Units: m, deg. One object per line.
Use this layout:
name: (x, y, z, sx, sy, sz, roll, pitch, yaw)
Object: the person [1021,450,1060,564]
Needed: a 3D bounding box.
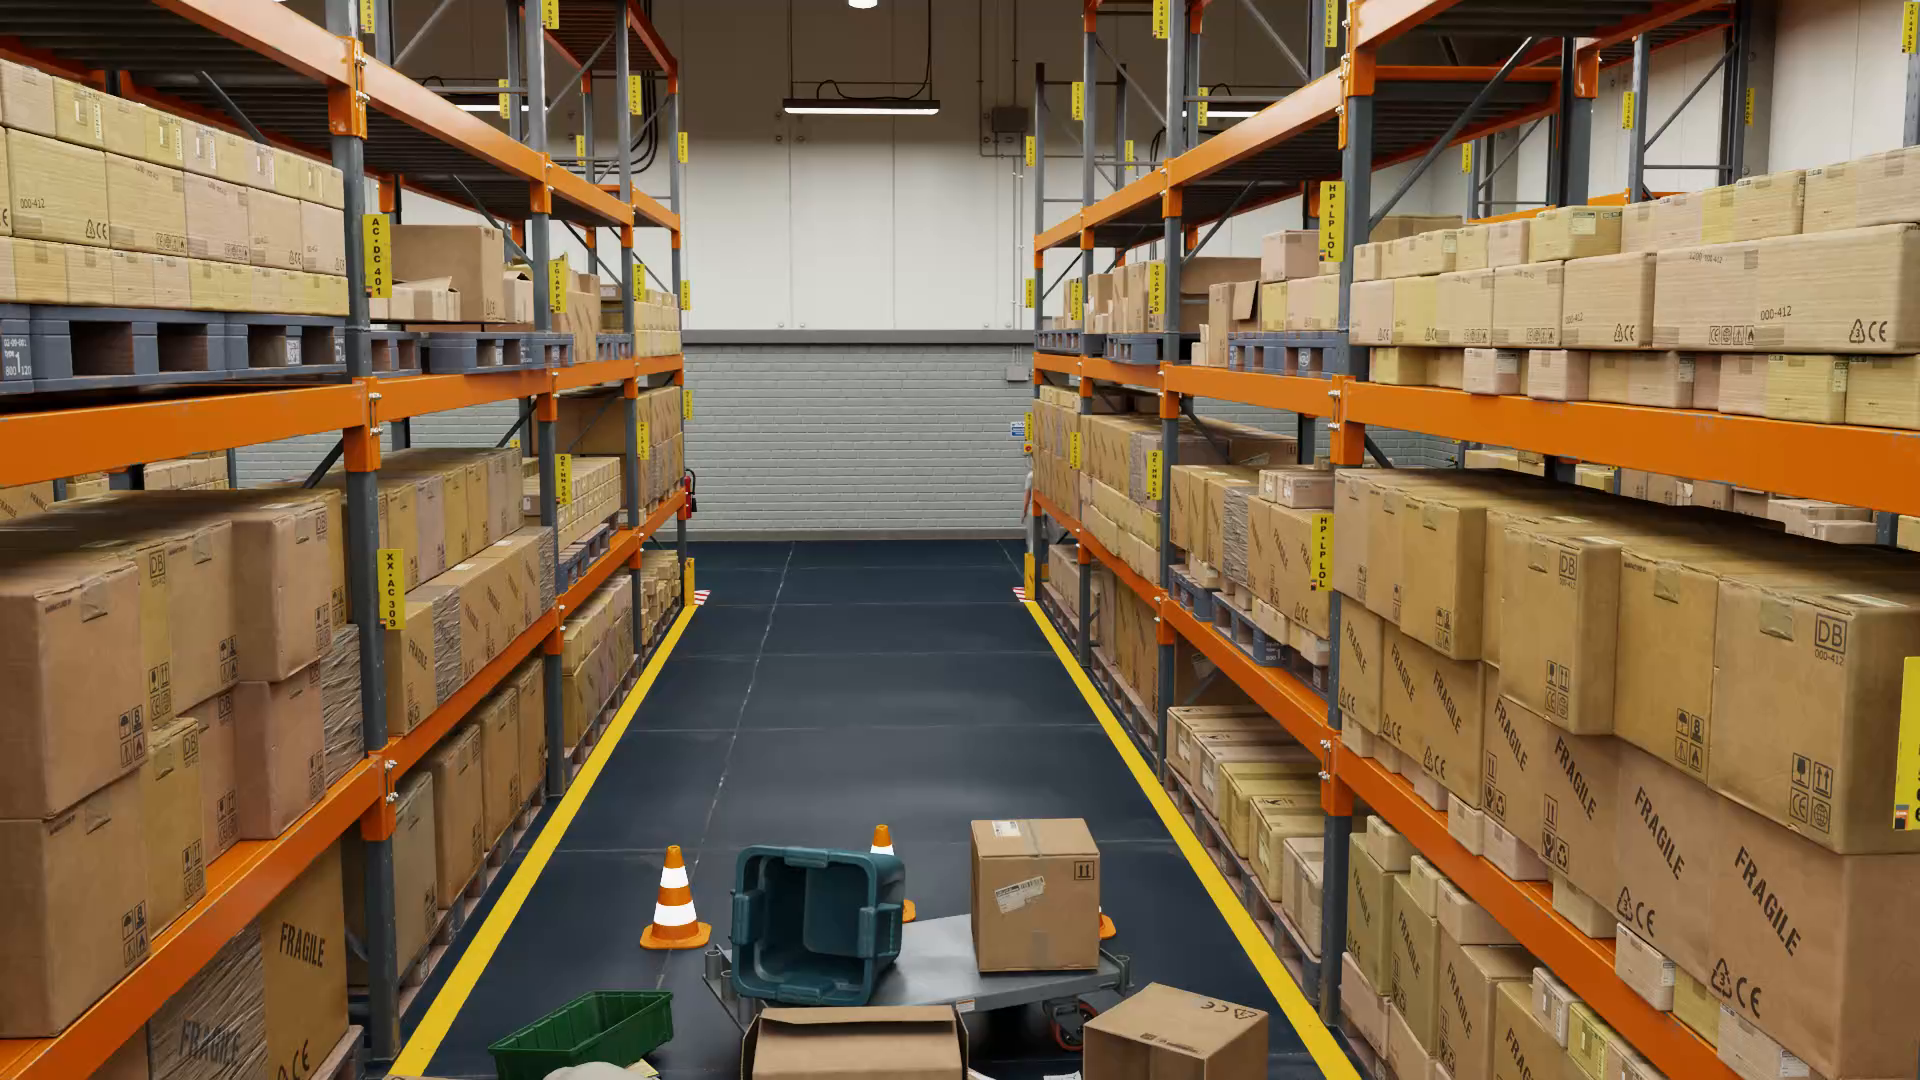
person: (1.036, -0.301, 20.188, 0.533, 1.655, 0.550, -2, 7, -14)
